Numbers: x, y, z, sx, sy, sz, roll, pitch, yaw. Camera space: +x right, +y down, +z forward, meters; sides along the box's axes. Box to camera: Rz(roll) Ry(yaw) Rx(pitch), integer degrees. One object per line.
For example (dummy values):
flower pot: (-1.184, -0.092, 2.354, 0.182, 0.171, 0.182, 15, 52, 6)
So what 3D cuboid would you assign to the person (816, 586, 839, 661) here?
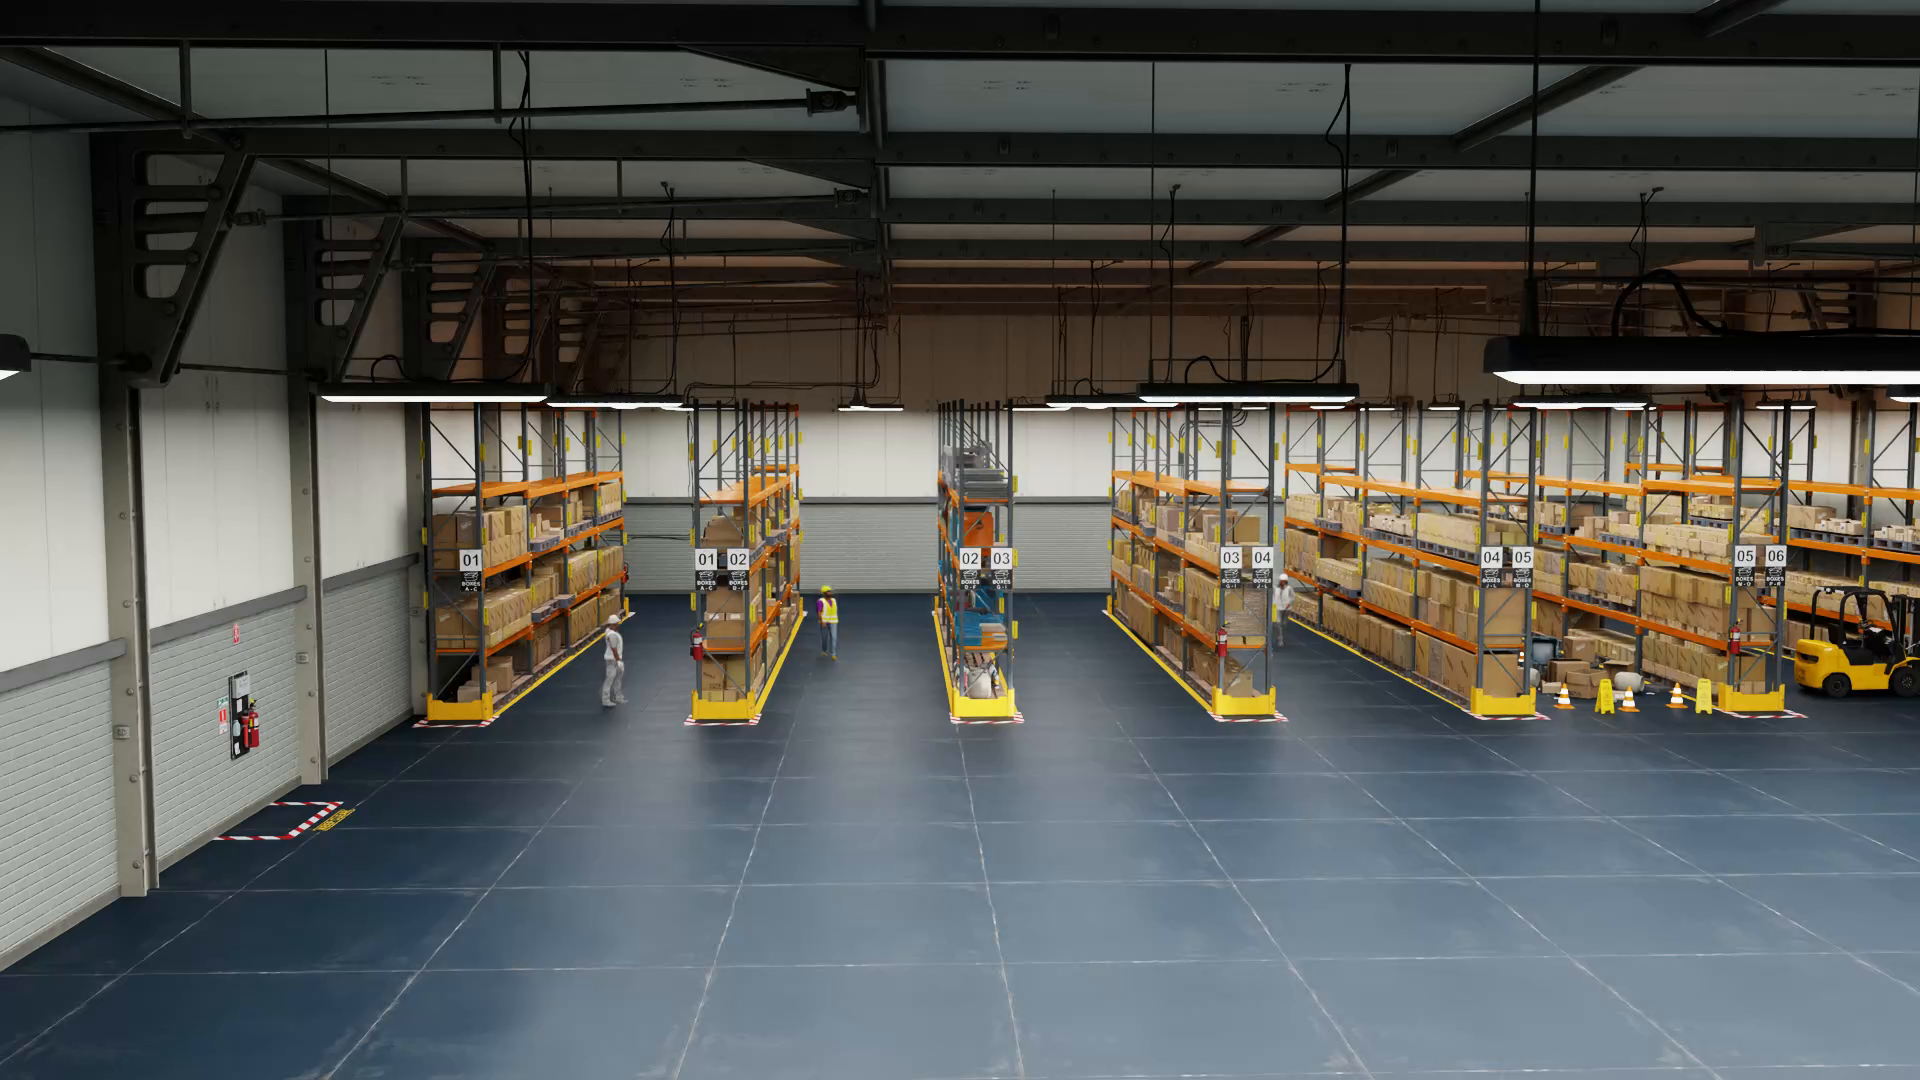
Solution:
person: (-3.054, 1.926, 38.483, 0.530, 1.720, 1.014, -1, 4, -7)

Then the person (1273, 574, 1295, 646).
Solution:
person: (8.062, 1.721, 41.429, 0.489, 1.754, 0.992, 0, 4, -2)

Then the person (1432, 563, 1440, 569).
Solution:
person: (12.771, 1.446, 44.733, 0.429, 1.765, 0.606, 1, 4, 13)

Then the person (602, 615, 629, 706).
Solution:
person: (-6.785, 2.372, 32.683, 0.476, 1.830, 0.668, 0, 4, -2)
